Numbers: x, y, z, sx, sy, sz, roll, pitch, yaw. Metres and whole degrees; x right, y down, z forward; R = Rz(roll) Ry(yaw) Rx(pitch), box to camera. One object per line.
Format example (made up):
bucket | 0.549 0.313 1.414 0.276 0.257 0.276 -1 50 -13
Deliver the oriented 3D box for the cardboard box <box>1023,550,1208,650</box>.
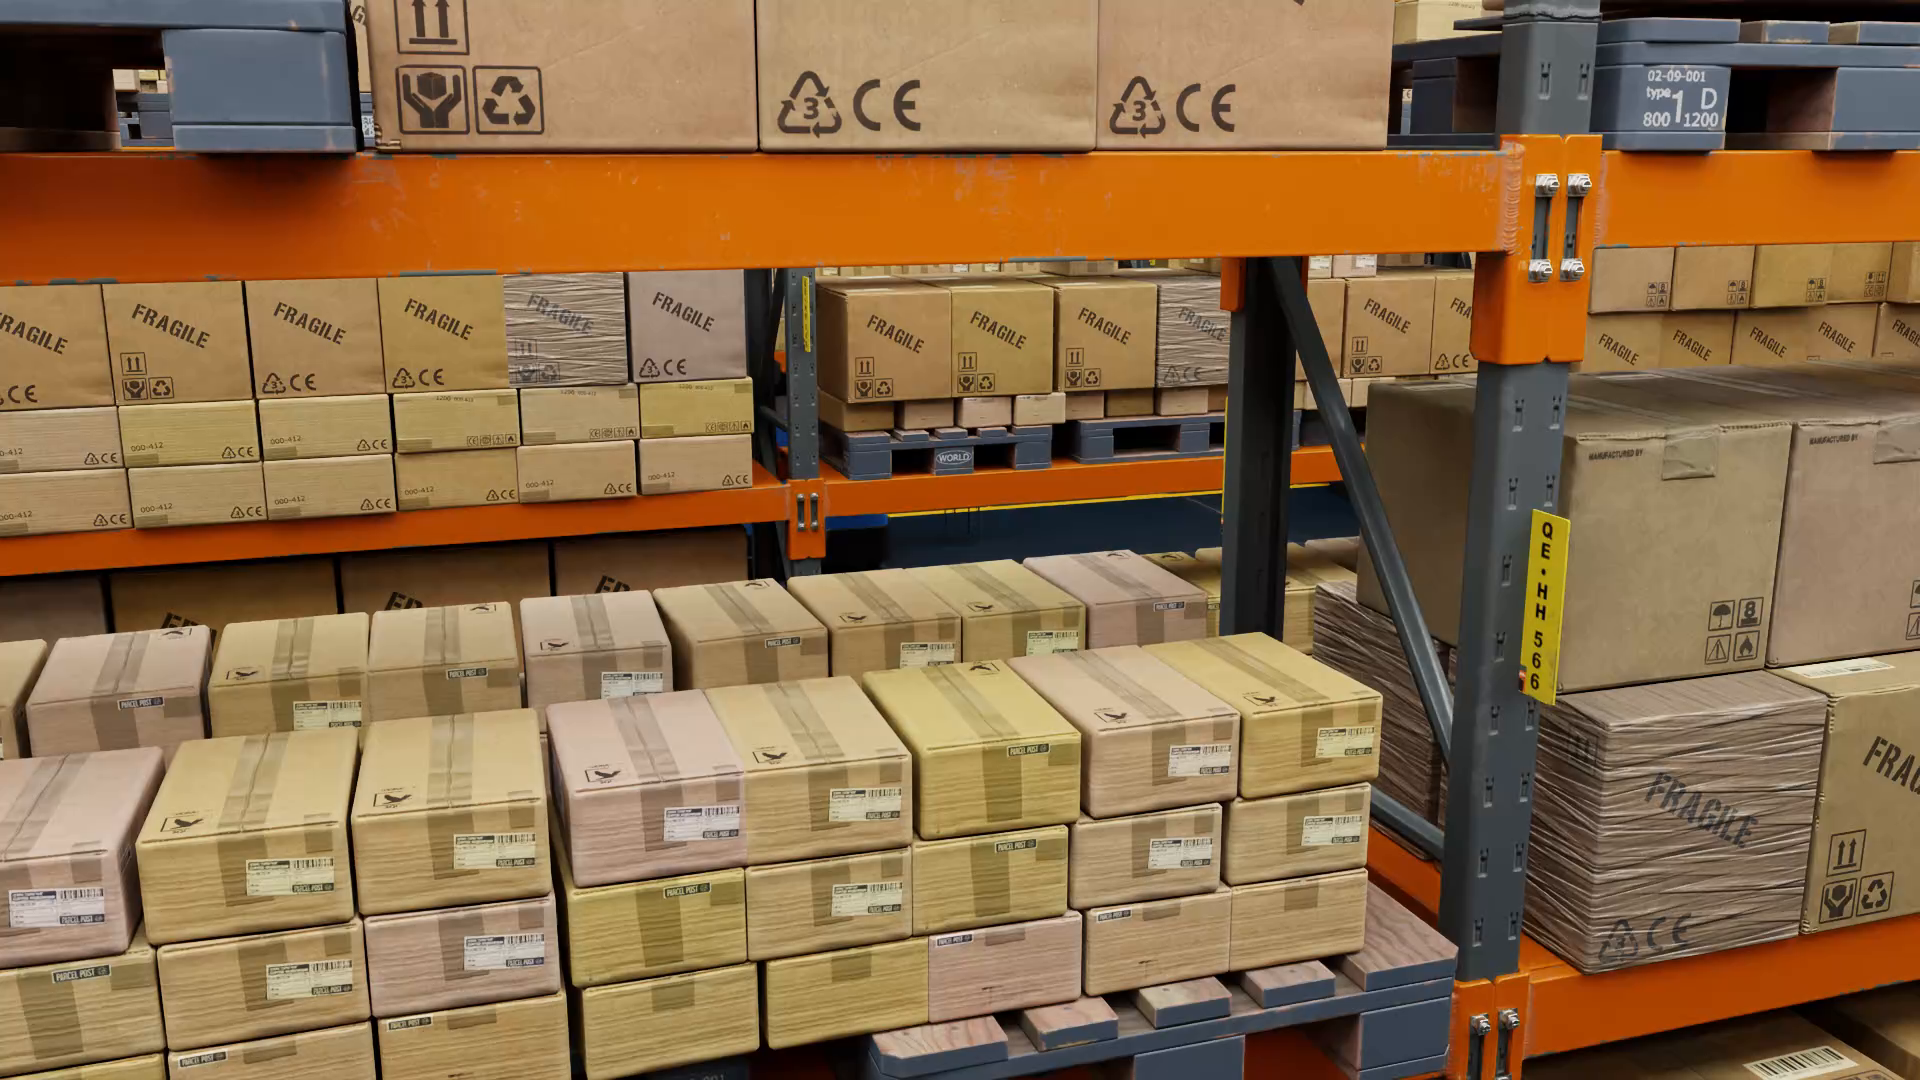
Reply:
cardboard box | 0.311 0.142 3.413 0.250 0.149 0.380 -4 14 -18

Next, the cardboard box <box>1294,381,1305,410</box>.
cardboard box | 1.560 -0.763 8.504 0.250 0.149 0.380 -4 14 -18

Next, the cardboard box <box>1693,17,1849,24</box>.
cardboard box | 1.709 -1.290 3.671 0.500 0.311 0.500 -4 14 -18

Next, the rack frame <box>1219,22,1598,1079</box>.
rack frame | 0.814 0.522 3.467 0.127 3.000 1.000 -4 14 -18

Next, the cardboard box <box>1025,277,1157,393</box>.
cardboard box | 0.633 -1.017 8.171 0.500 0.500 0.500 -4 14 -17

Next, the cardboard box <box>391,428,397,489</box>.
cardboard box | -2.384 -0.423 7.765 0.500 0.250 0.500 -4 14 -16

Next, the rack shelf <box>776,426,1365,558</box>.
rack shelf | 1.036 -0.354 8.704 4.000 0.370 1.077 -4 14 -18

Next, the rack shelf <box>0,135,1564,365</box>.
rack shelf | -1.081 -0.440 2.583 4.000 0.370 1.077 -4 14 -18

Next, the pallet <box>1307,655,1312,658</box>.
pallet | 2.194 0.563 9.321 1.213 0.211 1.003 -4 14 -18

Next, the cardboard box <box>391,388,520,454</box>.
cardboard box | -2.202 -0.554 7.235 0.500 0.250 0.500 -5 14 -20

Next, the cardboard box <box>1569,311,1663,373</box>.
cardboard box | 3.437 -1.016 9.075 0.500 0.500 0.500 -4 14 -18

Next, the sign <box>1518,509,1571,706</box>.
sign | 0.997 0.115 2.845 0.005 0.325 0.100 -4 14 -18

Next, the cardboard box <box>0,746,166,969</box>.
cardboard box | -1.231 0.422 2.238 0.250 0.149 0.380 -4 14 -16

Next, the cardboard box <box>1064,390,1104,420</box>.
cardboard box | 0.531 -0.696 8.222 0.250 0.149 0.380 -4 14 -15

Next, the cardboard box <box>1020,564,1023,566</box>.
cardboard box | 0.375 0.422 8.658 0.625 0.372 0.950 -5 14 -19

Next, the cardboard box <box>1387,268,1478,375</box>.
cardboard box | 2.566 -1.165 8.792 0.500 0.500 0.500 -5 14 -19

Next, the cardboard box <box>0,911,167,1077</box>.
cardboard box | -1.215 0.564 2.282 0.250 0.149 0.380 -5 14 -19

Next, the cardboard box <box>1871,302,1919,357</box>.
cardboard box | 5.344 -1.168 9.711 0.500 0.500 0.500 -5 14 -18

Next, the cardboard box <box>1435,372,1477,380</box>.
cardboard box | 2.531 -0.835 8.808 0.250 0.149 0.380 -4 14 -17

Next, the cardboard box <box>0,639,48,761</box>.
cardboard box | -1.676 0.297 2.760 0.250 0.149 0.380 -5 14 -20

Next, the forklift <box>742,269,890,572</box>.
forklift | -2.053 -1.238 11.014 3.031 2.935 1.130 -4 14 -16

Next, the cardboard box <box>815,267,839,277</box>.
cardboard box | -1.090 -2.060 12.702 0.250 0.149 0.380 -4 14 -17

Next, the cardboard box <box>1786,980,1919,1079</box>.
cardboard box | 2.248 1.321 4.060 0.750 0.750 1.050 -4 14 -17

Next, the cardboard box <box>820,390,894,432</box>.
cardboard box | -0.493 -0.622 7.910 0.250 0.149 0.380 -5 14 -21

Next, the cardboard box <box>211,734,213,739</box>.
cardboard box | -1.414 0.419 2.890 0.250 0.149 0.380 -4 14 -18

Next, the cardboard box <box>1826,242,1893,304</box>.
cardboard box | 4.858 -1.639 9.531 0.500 0.500 0.700 -5 14 -18

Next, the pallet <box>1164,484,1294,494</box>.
pallet | 2.112 -0.633 14.348 1.213 0.211 1.003 -4 14 -18

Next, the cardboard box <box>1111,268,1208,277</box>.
cardboard box | 0.964 -1.167 8.800 0.500 0.500 0.500 -5 14 -20

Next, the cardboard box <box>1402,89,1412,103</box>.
cardboard box | 1.942 -2.331 8.396 0.500 0.250 0.500 -4 14 -17

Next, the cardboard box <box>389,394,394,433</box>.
cardboard box | -2.386 -0.672 7.728 0.500 0.250 0.500 -5 14 -18

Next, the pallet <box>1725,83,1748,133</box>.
pallet | 2.467 -0.988 3.741 1.213 0.211 1.003 -4 14 -15

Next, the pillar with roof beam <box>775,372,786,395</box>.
pillar with roof beam | -0.125 -3.913 9.148 0.400 9.000 9.100 -4 14 -18

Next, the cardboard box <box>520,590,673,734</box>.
cardboard box | -0.680 0.219 3.089 0.250 0.149 0.380 -4 14 -15

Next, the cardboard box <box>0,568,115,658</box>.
cardboard box | -4.089 0.505 7.223 0.875 0.875 0.875 -4 14 -16

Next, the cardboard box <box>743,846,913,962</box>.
cardboard box | -0.247 0.490 2.595 0.250 0.149 0.380 -4 14 -18

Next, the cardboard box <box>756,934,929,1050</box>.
cardboard box | -0.223 0.631 2.642 0.250 0.149 0.380 -5 14 -19

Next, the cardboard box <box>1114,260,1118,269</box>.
cardboard box | 1.092 -2.230 13.420 0.250 0.149 0.380 -4 14 -16

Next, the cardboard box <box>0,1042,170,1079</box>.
cardboard box | -1.221 0.709 2.315 0.250 0.149 0.380 -5 14 -19

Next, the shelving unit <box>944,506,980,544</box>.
shelving unit | 0.014 -0.585 12.008 0.189 1.200 0.258 -4 14 -18

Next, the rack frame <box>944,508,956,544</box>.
rack frame | -0.073 -0.578 11.980 0.006 1.200 0.240 -4 14 -18

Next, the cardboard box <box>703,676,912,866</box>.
cardboard box | -0.243 0.345 2.561 0.250 0.149 0.380 -4 14 -16

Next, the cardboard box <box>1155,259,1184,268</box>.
cardboard box | 1.730 -2.270 13.587 0.250 0.149 0.380 -5 14 -19

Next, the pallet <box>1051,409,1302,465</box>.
pallet | 1.003 -0.618 8.674 1.213 0.211 1.003 -4 14 -18

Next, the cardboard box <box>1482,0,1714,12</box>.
cardboard box | 1.182 -1.058 3.045 0.250 0.149 0.380 -5 14 -20

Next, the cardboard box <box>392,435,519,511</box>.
cardboard box | -2.218 -0.314 7.307 0.500 0.250 0.500 -5 14 -19

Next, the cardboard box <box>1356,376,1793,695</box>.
cardboard box | 1.243 -0.044 3.470 0.500 0.500 0.700 -5 14 -18

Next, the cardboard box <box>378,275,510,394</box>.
cardboard box | -2.223 -0.921 7.157 0.500 0.500 0.500 -4 14 -18

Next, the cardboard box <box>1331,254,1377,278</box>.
cardboard box | 1.917 -1.428 8.494 0.250 0.149 0.380 -5 14 -20

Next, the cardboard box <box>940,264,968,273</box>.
cardboard box | -0.110 -2.130 12.996 0.250 0.149 0.380 -4 14 -18

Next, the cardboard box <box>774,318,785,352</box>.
cardboard box | -1.470 -1.587 12.657 0.500 0.250 0.500 -5 14 -19
